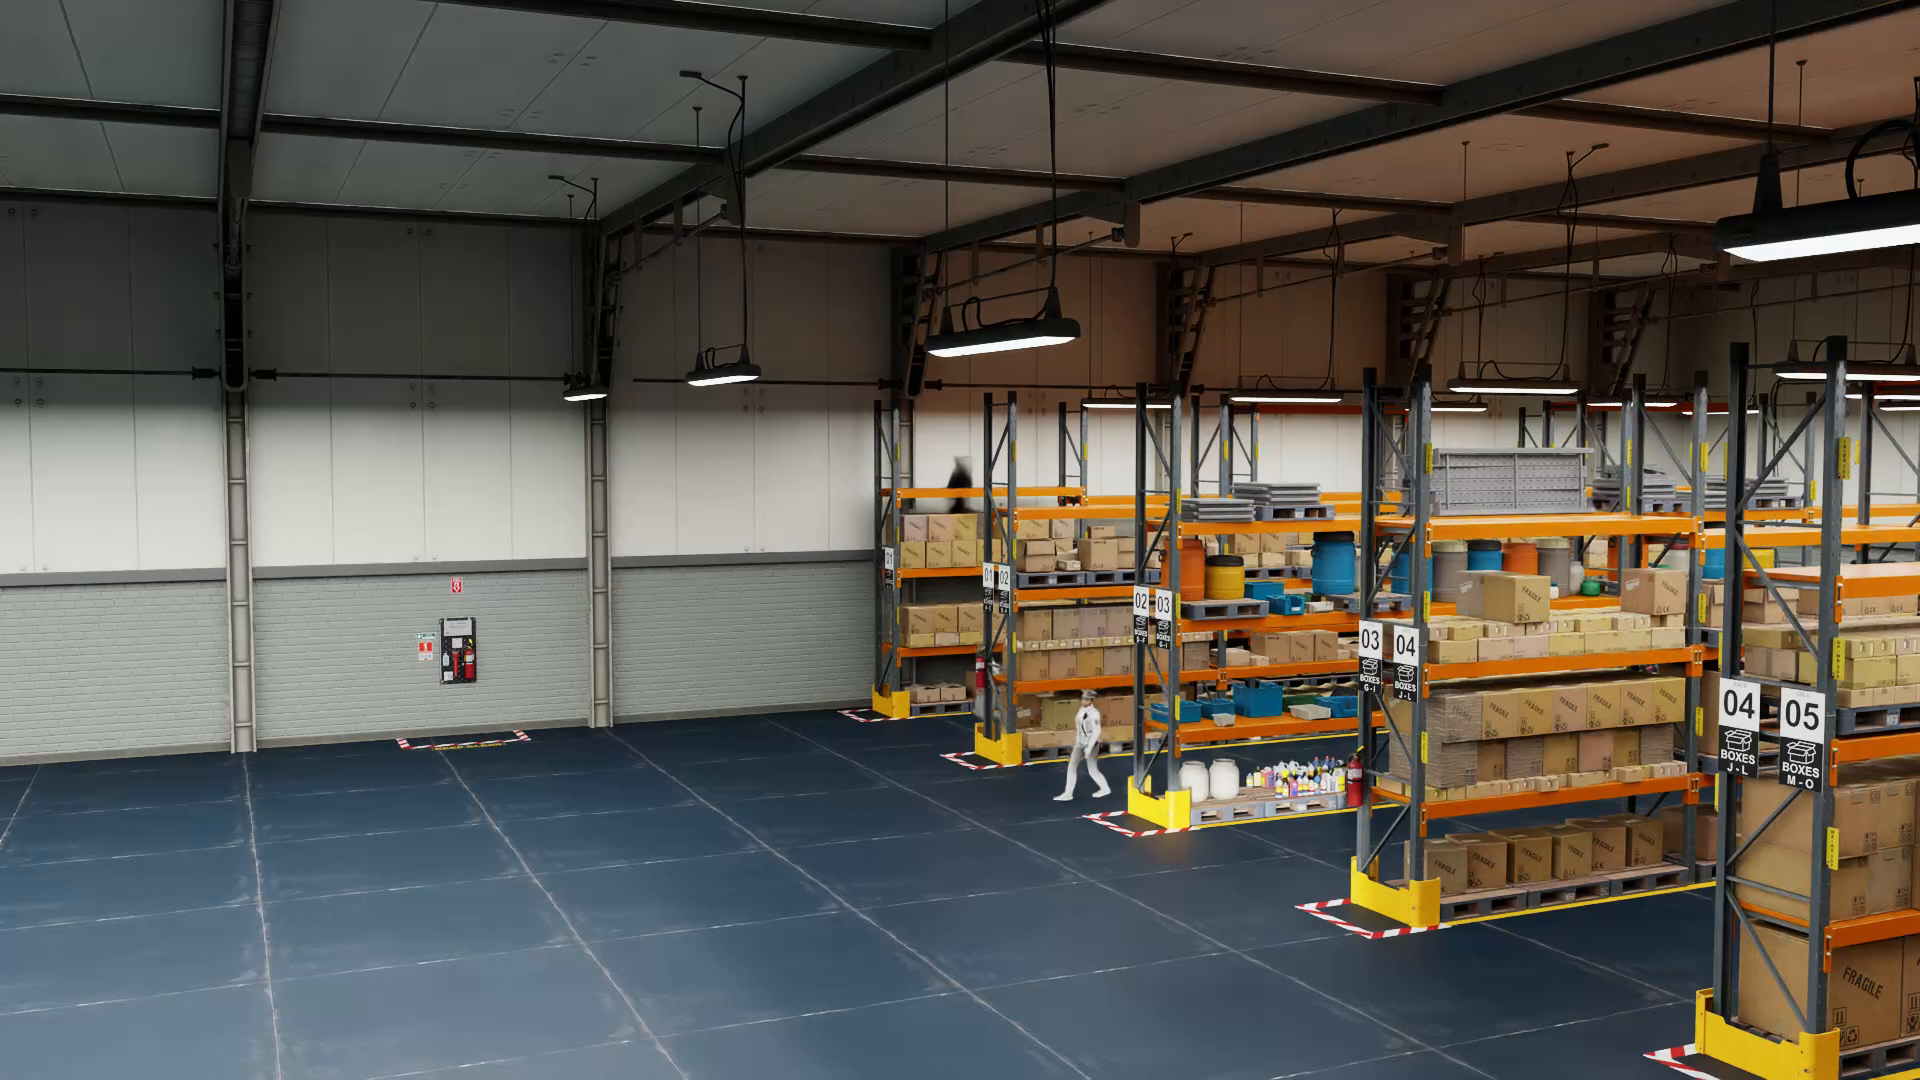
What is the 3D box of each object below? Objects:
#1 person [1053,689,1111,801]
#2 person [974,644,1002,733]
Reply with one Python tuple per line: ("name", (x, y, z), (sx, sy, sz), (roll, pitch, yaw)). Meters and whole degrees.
("person", (1.808, 2.951, 24.016), (0.868, 1.628, 0.645), (-2, 4, -33))
("person", (0.519, 2.641, 28.818), (0.683, 1.714, 0.647), (-3, 4, -38))
